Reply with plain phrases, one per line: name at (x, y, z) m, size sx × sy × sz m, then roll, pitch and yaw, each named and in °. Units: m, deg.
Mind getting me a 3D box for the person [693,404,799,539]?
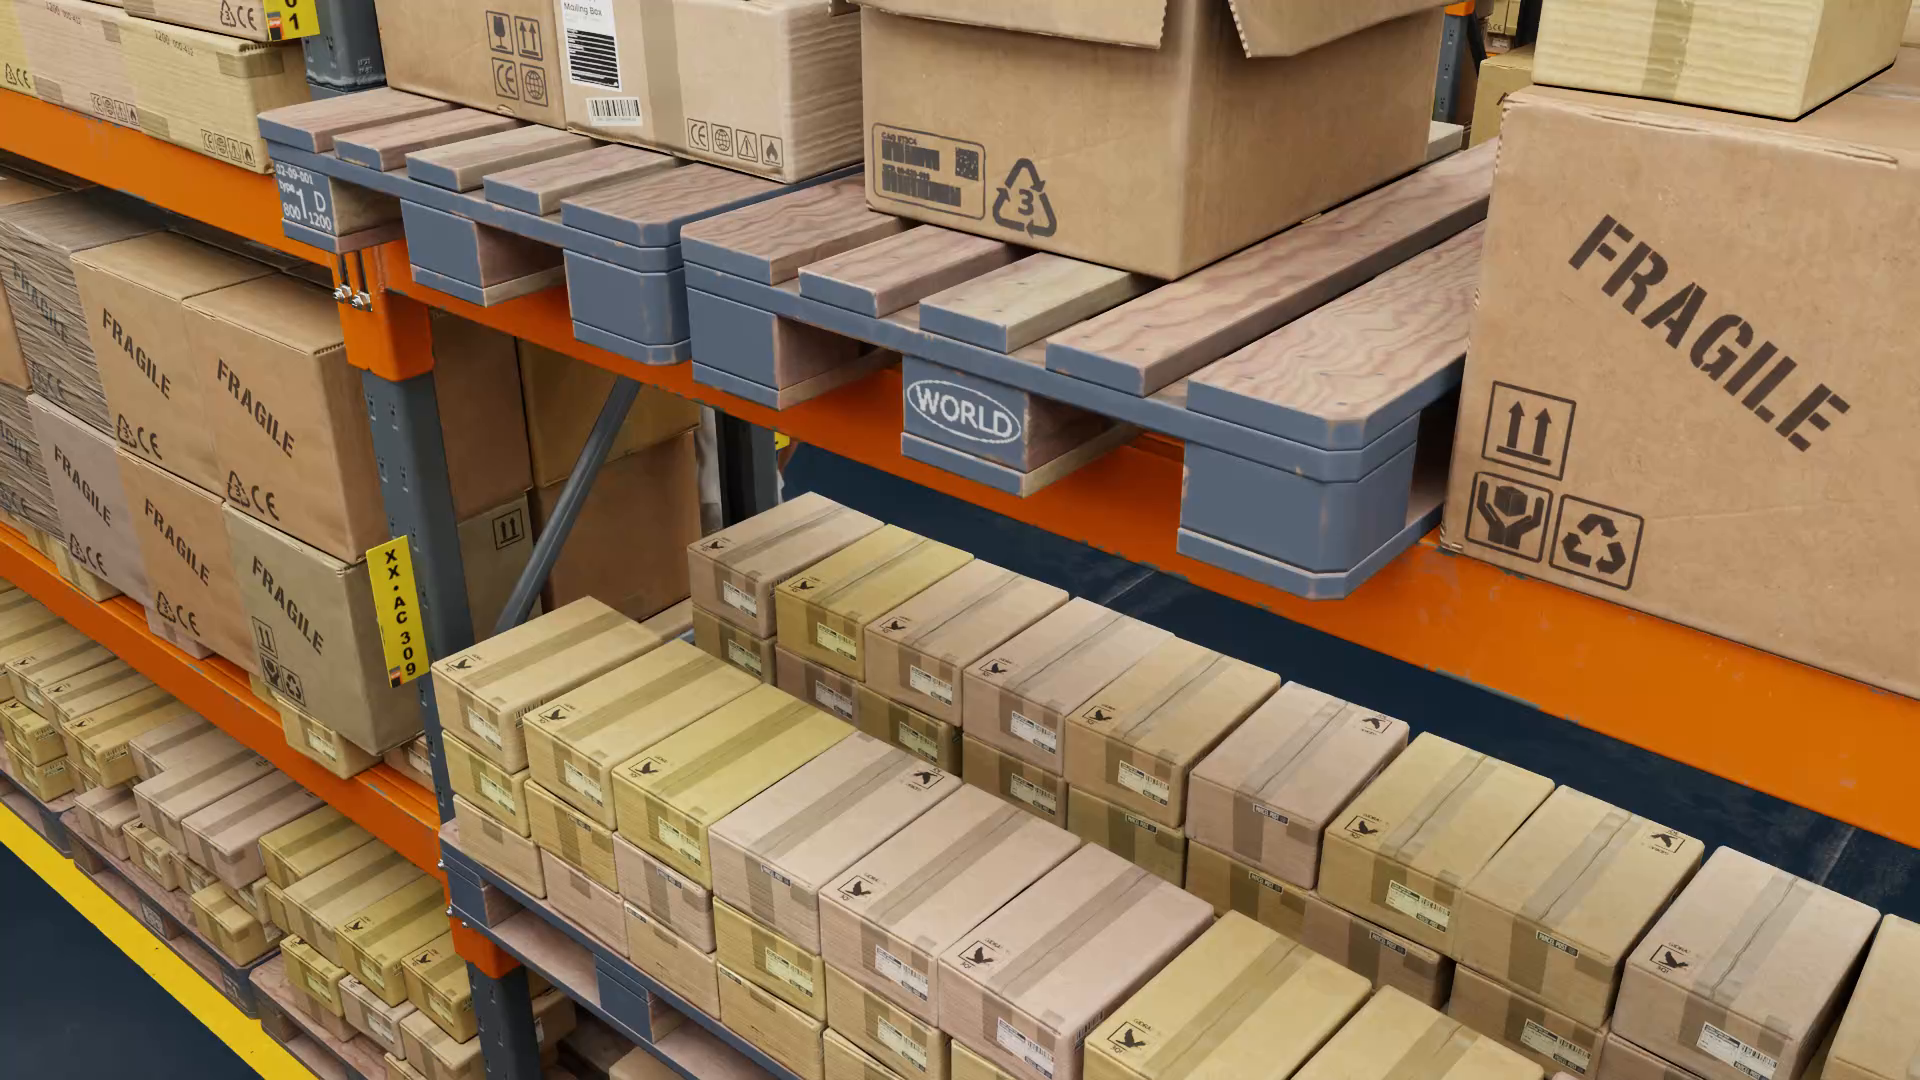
person at (-0.894, -0.163, 6.546) m, size 0.585 × 1.579 × 0.622 m, roll -4°, pitch 28°, yaw -8°
